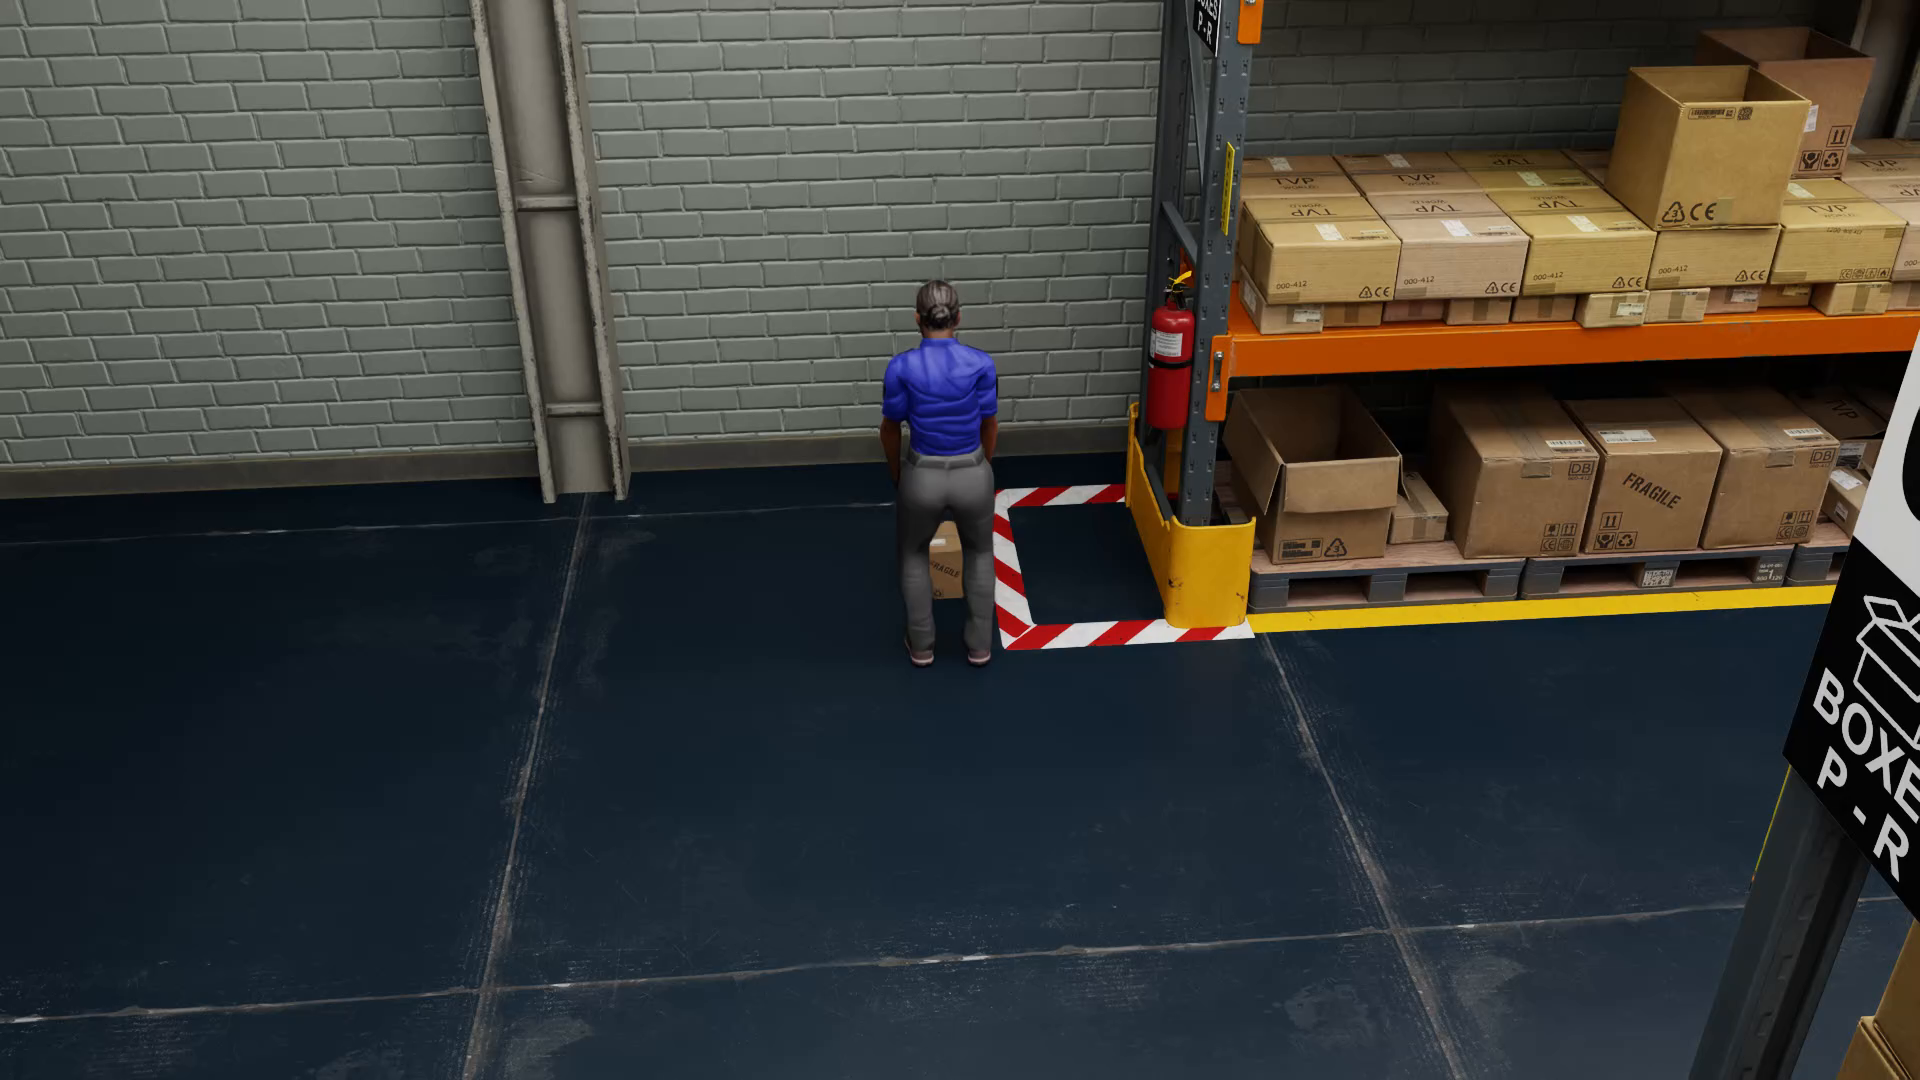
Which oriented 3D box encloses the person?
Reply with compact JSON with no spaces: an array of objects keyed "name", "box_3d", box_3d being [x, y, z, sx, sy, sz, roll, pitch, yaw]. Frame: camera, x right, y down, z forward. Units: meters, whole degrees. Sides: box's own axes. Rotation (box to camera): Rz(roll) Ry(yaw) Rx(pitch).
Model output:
[{"name":"person","box_3d":[-0.081,-0.226,6.571,0.457,1.610,0.375,-1,31,-2]}]
